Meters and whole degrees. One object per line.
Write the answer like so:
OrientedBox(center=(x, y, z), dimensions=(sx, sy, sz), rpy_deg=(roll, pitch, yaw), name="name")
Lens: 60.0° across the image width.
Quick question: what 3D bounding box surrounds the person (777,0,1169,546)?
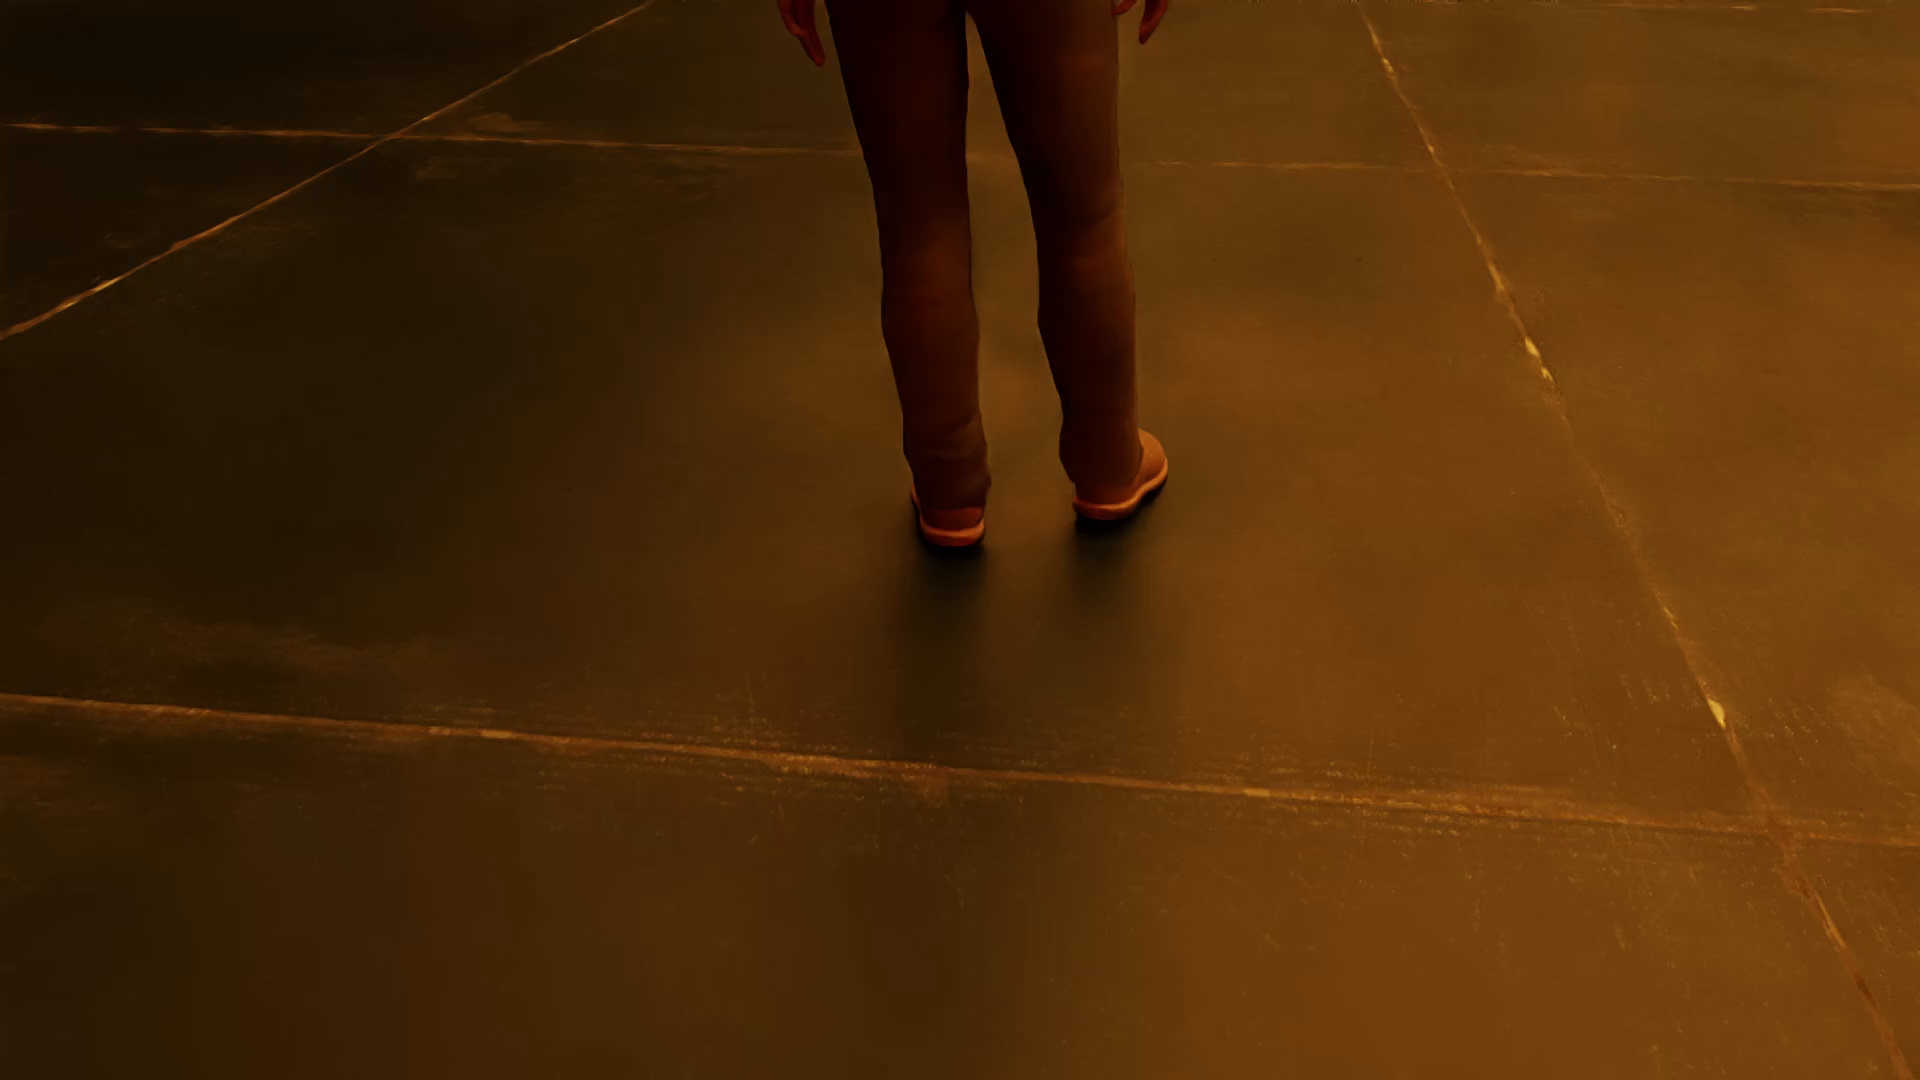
OrientedBox(center=(0.031, -0.784, 2.203), dimensions=(0.570, 1.654, 0.503), rpy_deg=(3, 27, 7), name="person")
